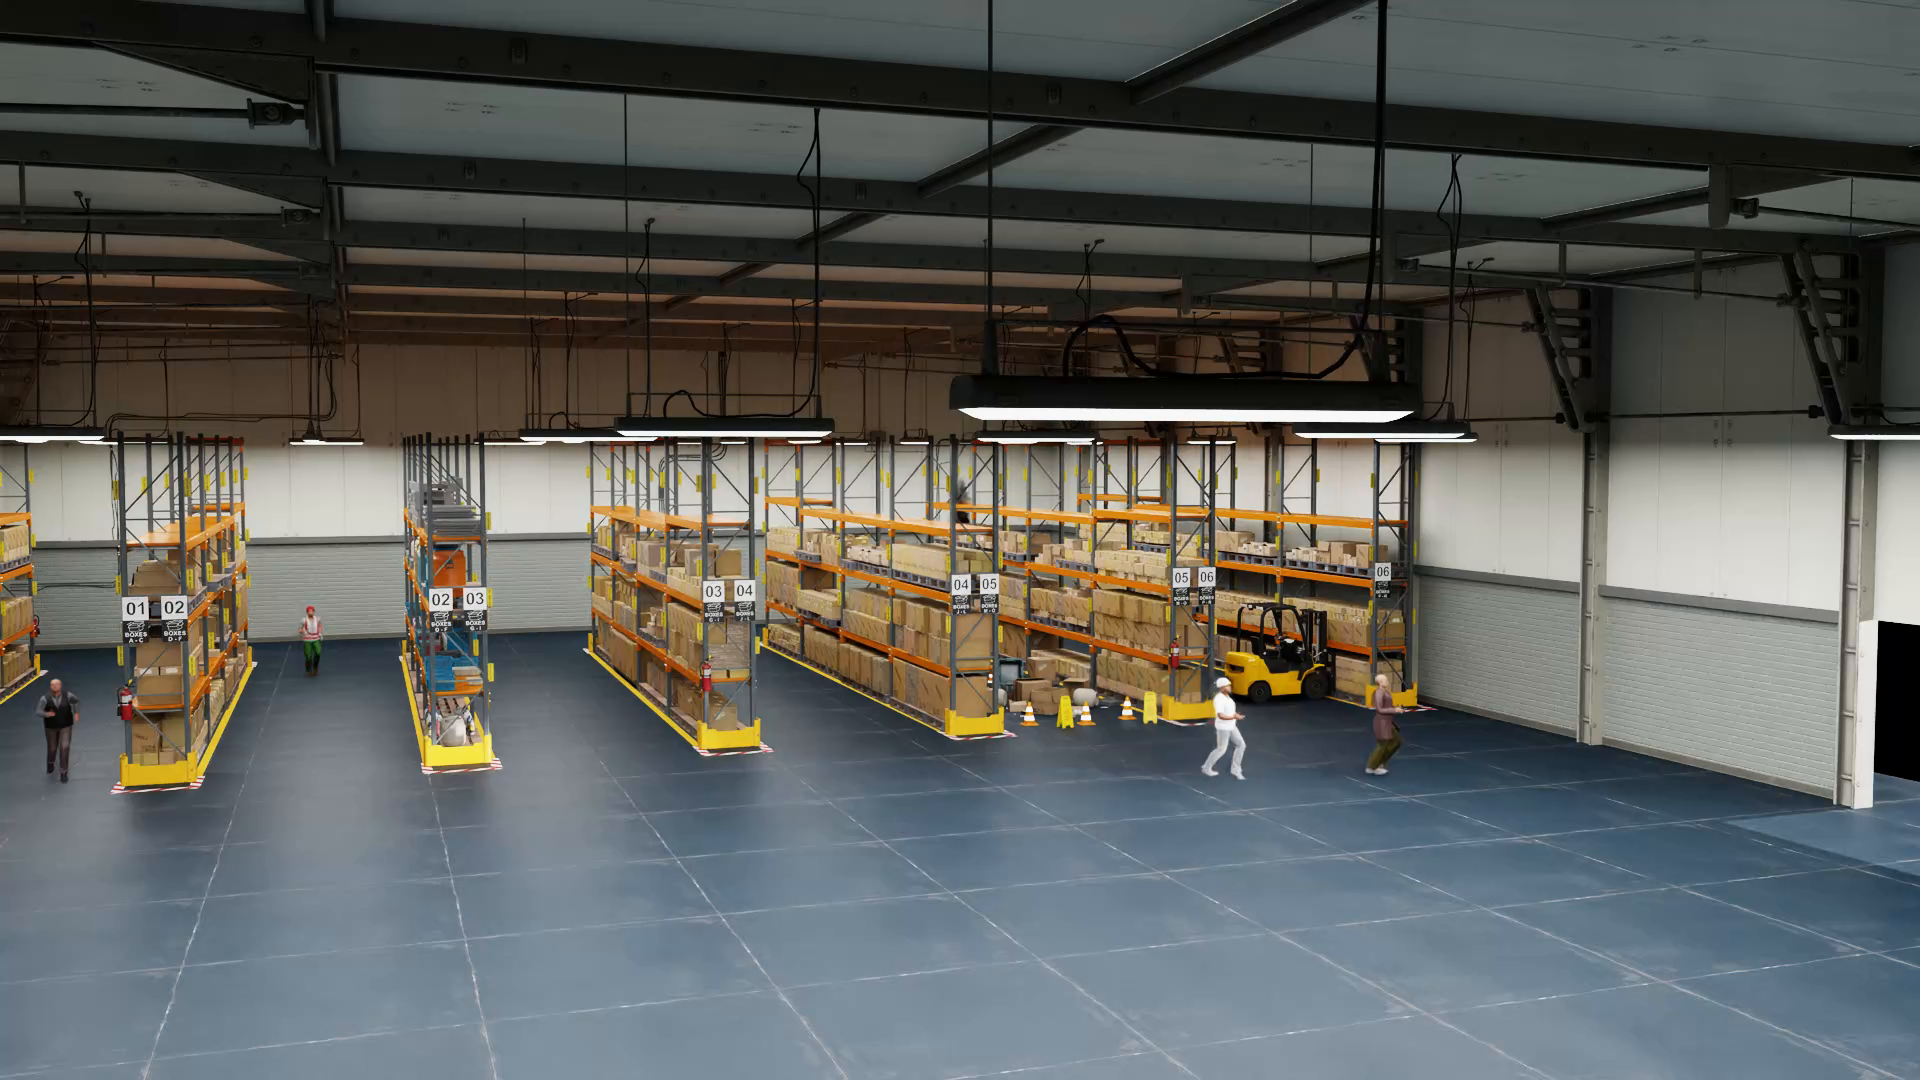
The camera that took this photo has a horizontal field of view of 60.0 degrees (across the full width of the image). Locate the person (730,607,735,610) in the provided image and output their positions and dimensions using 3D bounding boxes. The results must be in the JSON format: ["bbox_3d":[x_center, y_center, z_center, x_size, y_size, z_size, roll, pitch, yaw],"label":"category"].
[{"bbox_3d":[-6.256,2.388,46.224,0.565,1.574,0.587,-1,3,-17],"label":"person"}]

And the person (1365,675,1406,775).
[{"bbox_3d":[7.446,3.236,29.029,0.694,1.776,0.691,1,3,25],"label":"person"}]

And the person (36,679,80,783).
[{"bbox_3d":[-15.583,3.268,28.742,0.665,1.751,0.954,-2,4,-28],"label":"person"}]

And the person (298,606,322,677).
[{"bbox_3d":[-16.214,2.536,41.592,0.604,1.788,0.709,-2,4,-31],"label":"person"}]

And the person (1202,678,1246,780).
[{"bbox_3d":[4.574,3.269,28.732,0.757,1.802,0.707,2,4,27],"label":"person"}]
